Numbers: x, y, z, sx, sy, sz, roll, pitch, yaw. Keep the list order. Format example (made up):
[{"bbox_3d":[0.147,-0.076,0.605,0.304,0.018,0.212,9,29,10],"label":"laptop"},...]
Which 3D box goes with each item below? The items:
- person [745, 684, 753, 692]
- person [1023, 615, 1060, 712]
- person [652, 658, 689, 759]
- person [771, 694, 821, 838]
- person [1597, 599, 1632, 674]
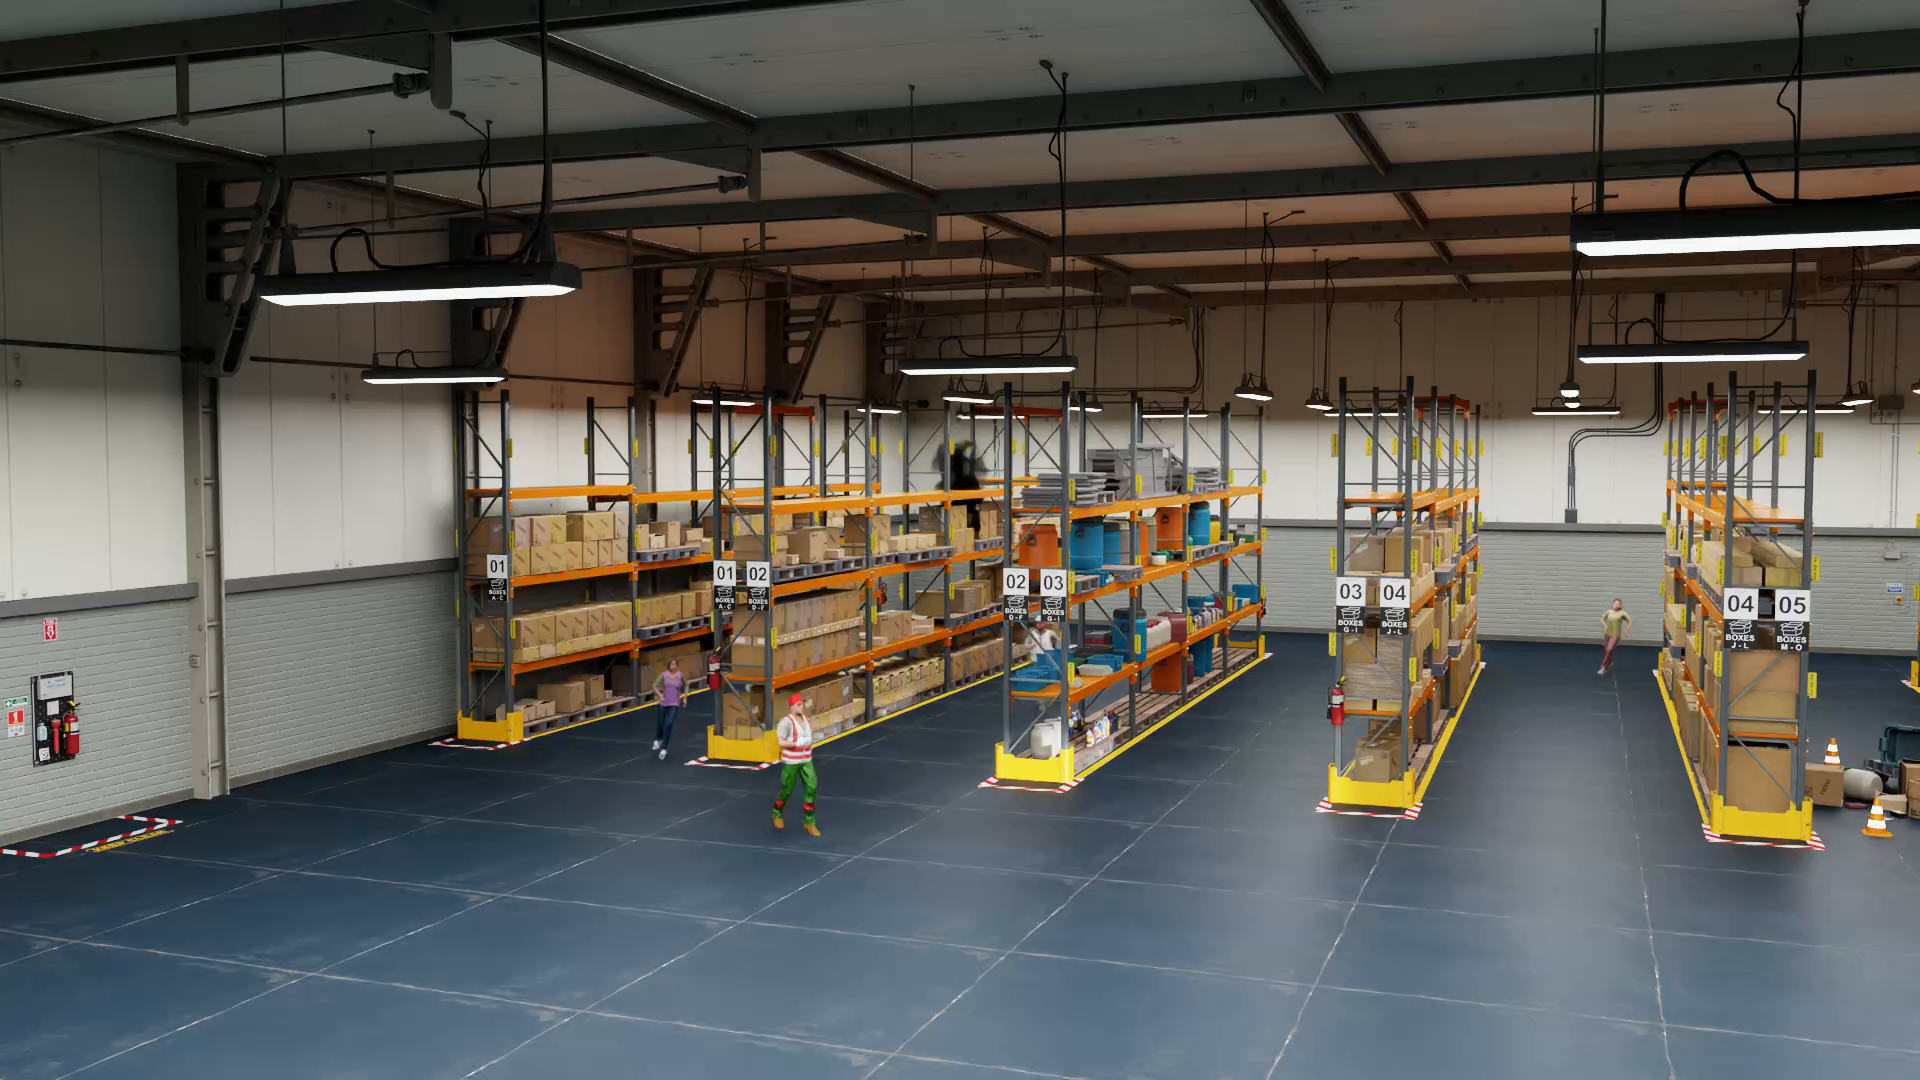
[{"bbox_3d":[-3.840,2.360,31.330,0.655,1.817,0.910,1,3,9],"label":"person"},{"bbox_3d":[1.550,2.327,31.938,0.640,1.789,0.828,1,3,16],"label":"person"},{"bbox_3d":[-4.734,2.711,27.114,0.611,1.579,0.844,0,3,-6],"label":"person"},{"bbox_3d":[-2.144,2.906,21.553,0.661,1.846,0.836,-3,4,-43],"label":"person"},{"bbox_3d":[14.525,2.124,36.912,0.635,1.662,0.880,3,4,42],"label":"person"}]
